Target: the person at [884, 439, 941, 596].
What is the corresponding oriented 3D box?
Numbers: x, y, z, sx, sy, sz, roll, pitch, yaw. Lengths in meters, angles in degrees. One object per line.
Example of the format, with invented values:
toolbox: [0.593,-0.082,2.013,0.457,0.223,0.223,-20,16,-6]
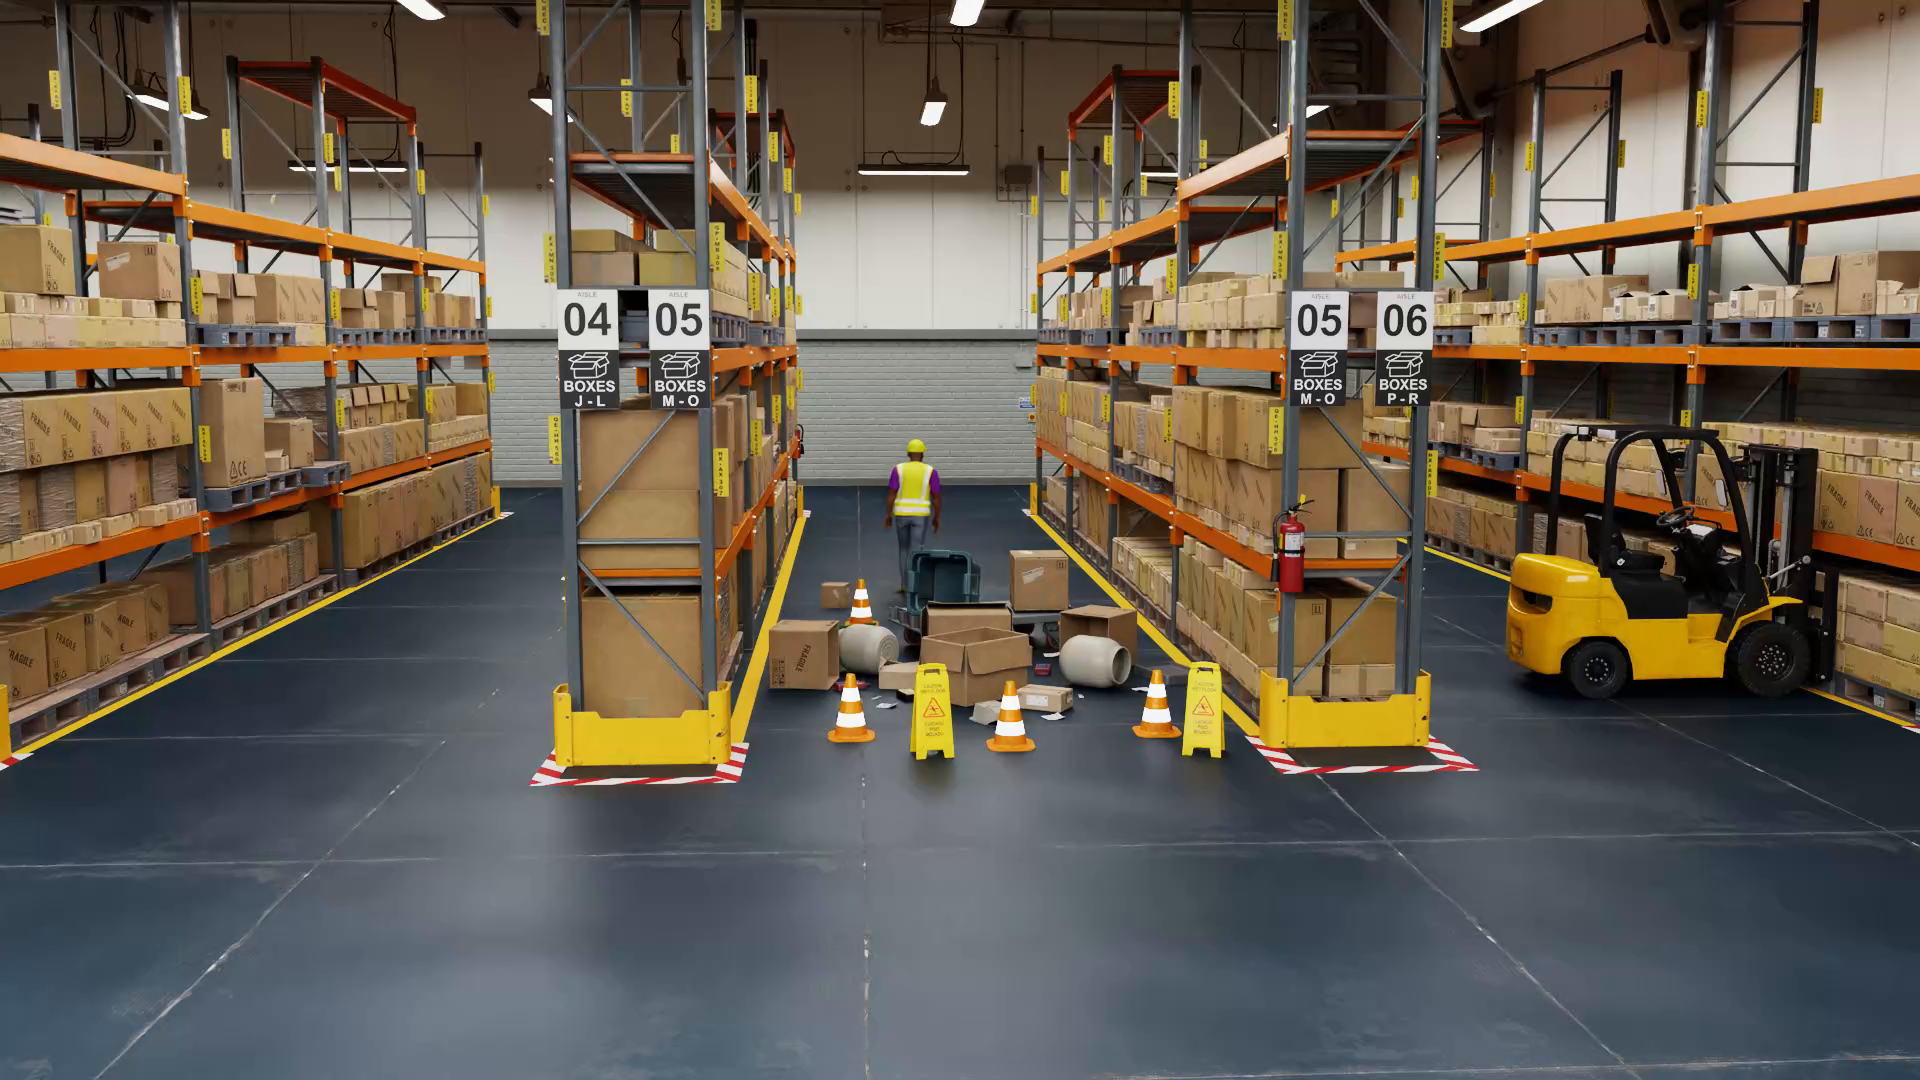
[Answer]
person: [-0.520,-0.236,18.704,0.606,1.783,0.718,1,7,10]
